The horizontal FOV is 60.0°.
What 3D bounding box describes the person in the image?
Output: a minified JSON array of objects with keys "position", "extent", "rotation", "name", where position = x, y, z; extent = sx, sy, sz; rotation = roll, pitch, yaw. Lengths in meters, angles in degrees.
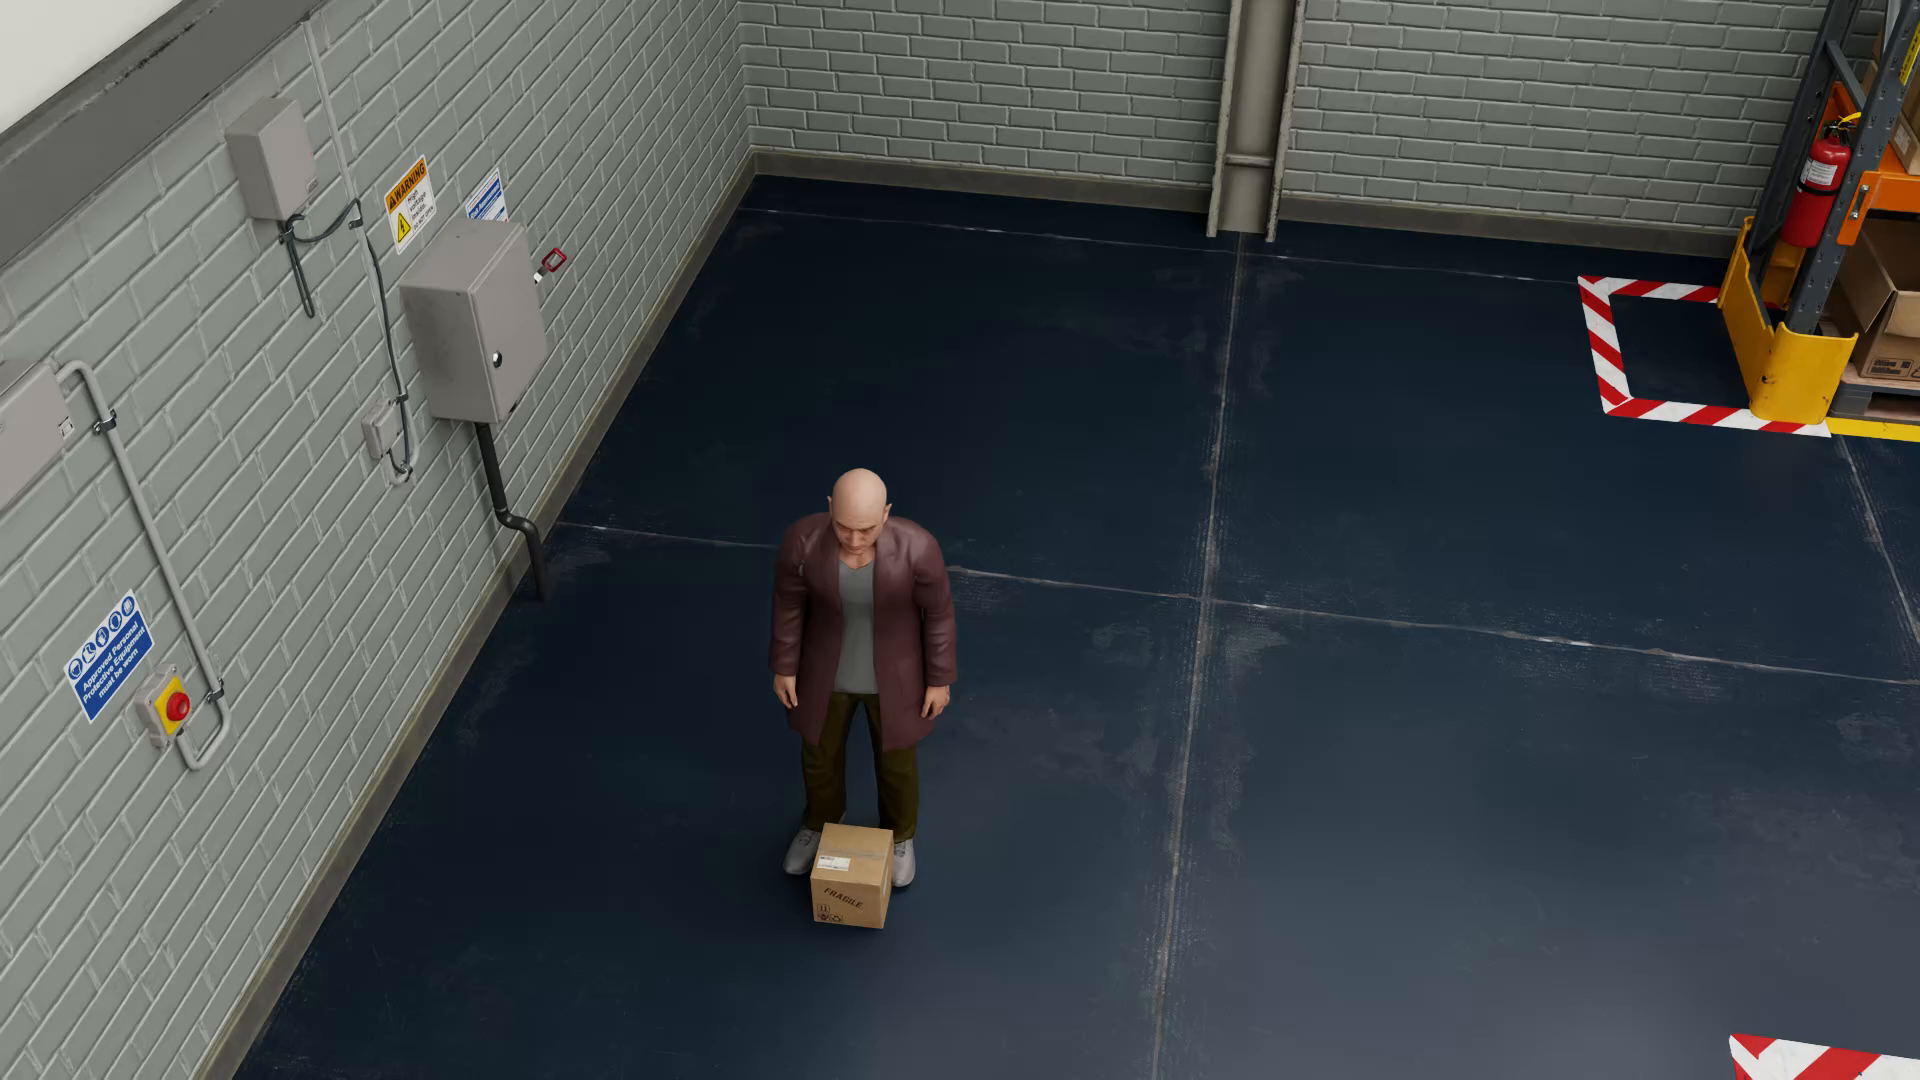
[{"position":[-0.329,0.454,5.628],"extent":[0.647,1.772,0.429],"rotation":[4,40,5],"name":"person"}]
